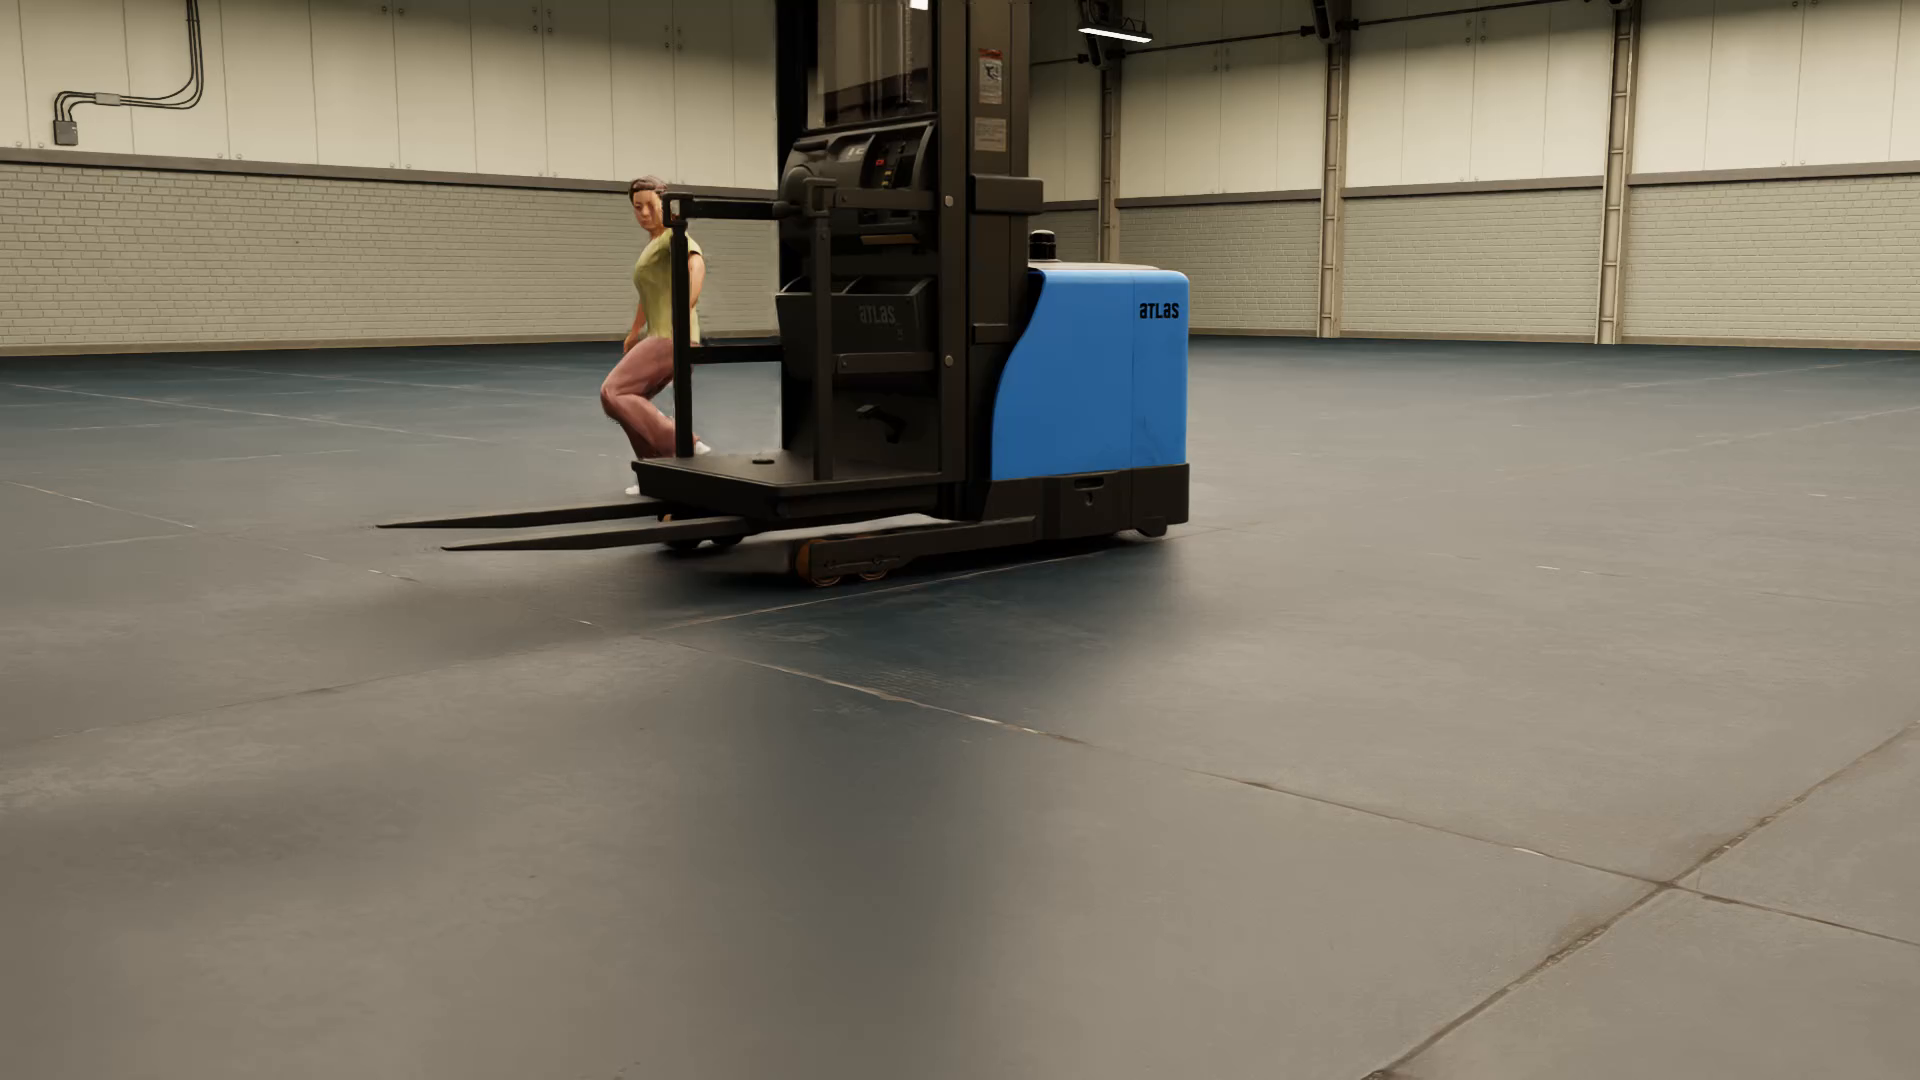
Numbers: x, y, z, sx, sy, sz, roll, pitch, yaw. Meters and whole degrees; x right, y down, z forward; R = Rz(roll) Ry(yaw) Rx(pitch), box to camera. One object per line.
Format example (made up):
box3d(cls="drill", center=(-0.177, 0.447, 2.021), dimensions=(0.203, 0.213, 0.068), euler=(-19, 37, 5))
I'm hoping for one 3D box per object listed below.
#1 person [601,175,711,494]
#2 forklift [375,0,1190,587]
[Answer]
box3d(cls="person", center=(-1.460, -0.939, 7.948), dimensions=(0.496, 1.541, 0.890), euler=(-1, 9, -10))
box3d(cls="forklift", center=(-0.553, -1.378, 6.025), dimensions=(3.031, 2.935, 1.130), euler=(-6, 11, -37))
